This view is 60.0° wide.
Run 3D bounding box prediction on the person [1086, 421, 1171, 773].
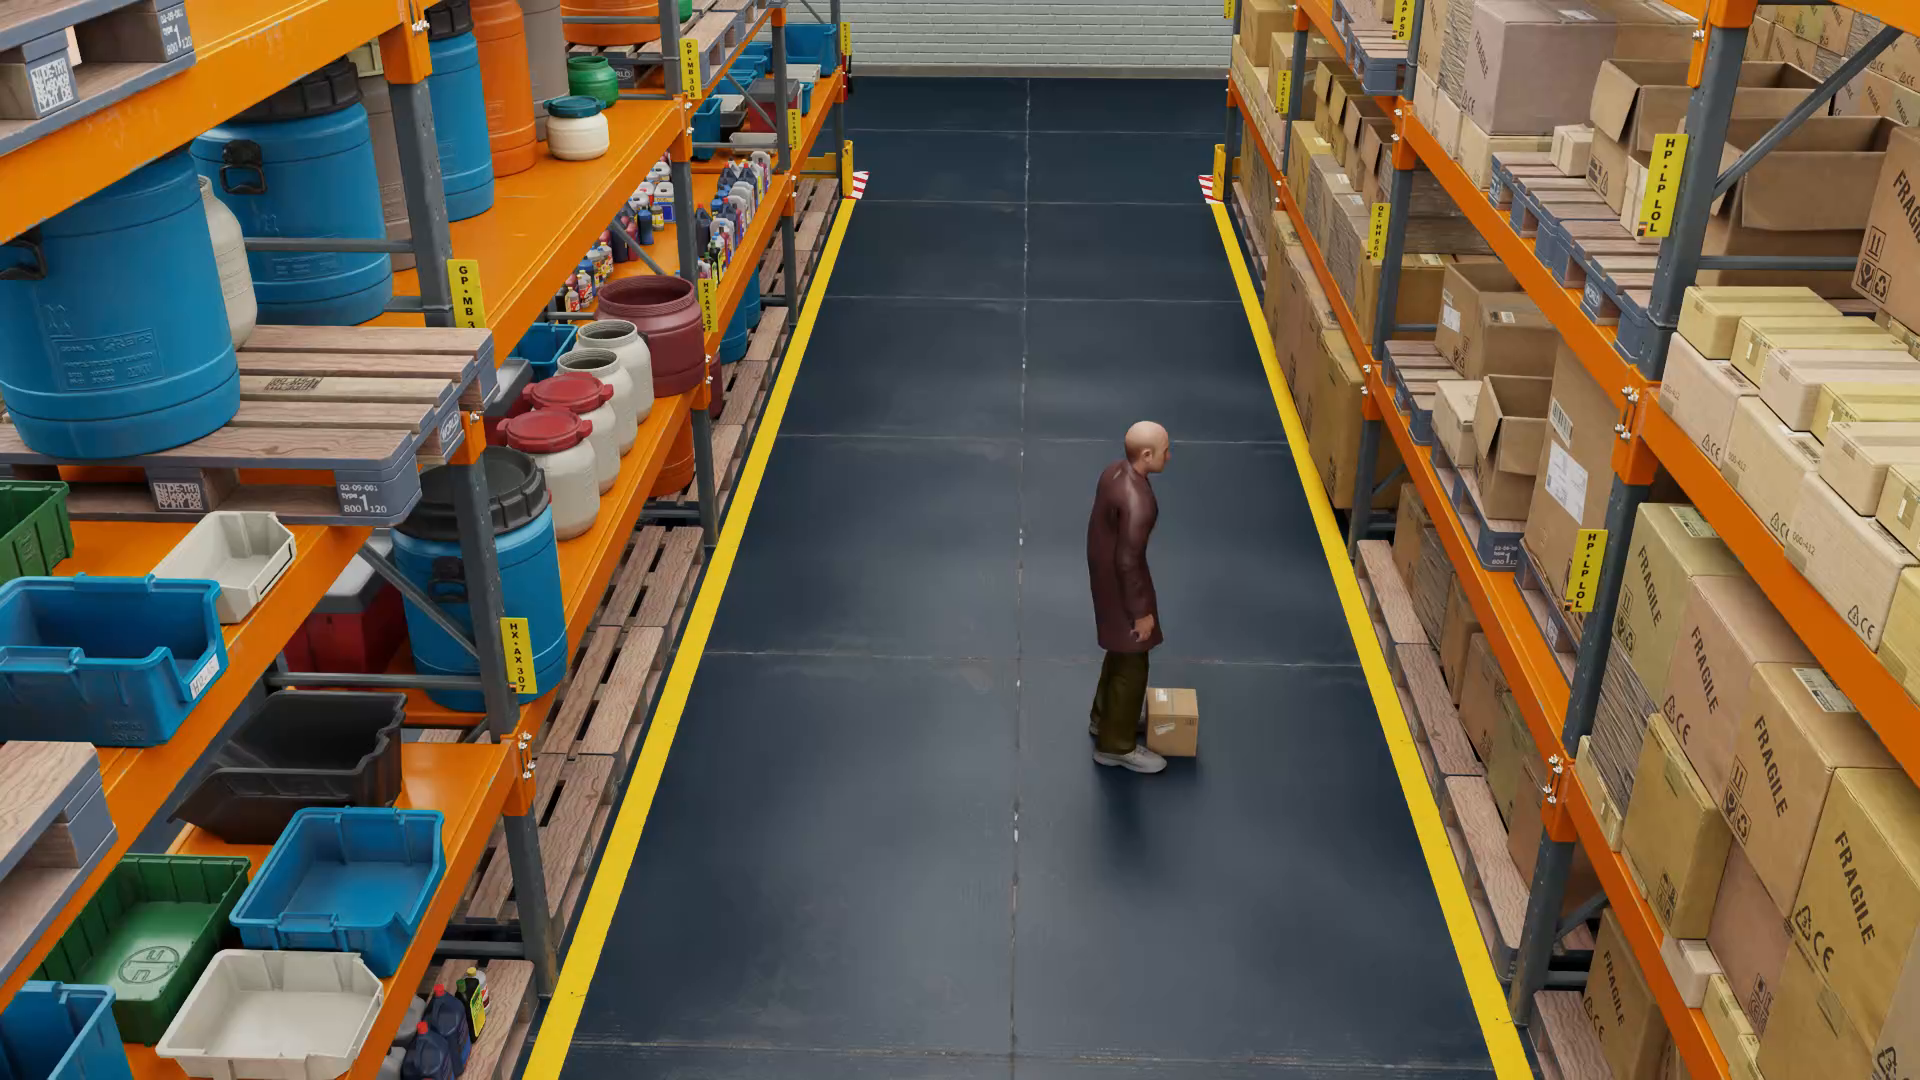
[{"bbox_3d":[0.830,0.247,8.164,0.427,1.773,0.652,-1,28,-1],"label":"person"}]
